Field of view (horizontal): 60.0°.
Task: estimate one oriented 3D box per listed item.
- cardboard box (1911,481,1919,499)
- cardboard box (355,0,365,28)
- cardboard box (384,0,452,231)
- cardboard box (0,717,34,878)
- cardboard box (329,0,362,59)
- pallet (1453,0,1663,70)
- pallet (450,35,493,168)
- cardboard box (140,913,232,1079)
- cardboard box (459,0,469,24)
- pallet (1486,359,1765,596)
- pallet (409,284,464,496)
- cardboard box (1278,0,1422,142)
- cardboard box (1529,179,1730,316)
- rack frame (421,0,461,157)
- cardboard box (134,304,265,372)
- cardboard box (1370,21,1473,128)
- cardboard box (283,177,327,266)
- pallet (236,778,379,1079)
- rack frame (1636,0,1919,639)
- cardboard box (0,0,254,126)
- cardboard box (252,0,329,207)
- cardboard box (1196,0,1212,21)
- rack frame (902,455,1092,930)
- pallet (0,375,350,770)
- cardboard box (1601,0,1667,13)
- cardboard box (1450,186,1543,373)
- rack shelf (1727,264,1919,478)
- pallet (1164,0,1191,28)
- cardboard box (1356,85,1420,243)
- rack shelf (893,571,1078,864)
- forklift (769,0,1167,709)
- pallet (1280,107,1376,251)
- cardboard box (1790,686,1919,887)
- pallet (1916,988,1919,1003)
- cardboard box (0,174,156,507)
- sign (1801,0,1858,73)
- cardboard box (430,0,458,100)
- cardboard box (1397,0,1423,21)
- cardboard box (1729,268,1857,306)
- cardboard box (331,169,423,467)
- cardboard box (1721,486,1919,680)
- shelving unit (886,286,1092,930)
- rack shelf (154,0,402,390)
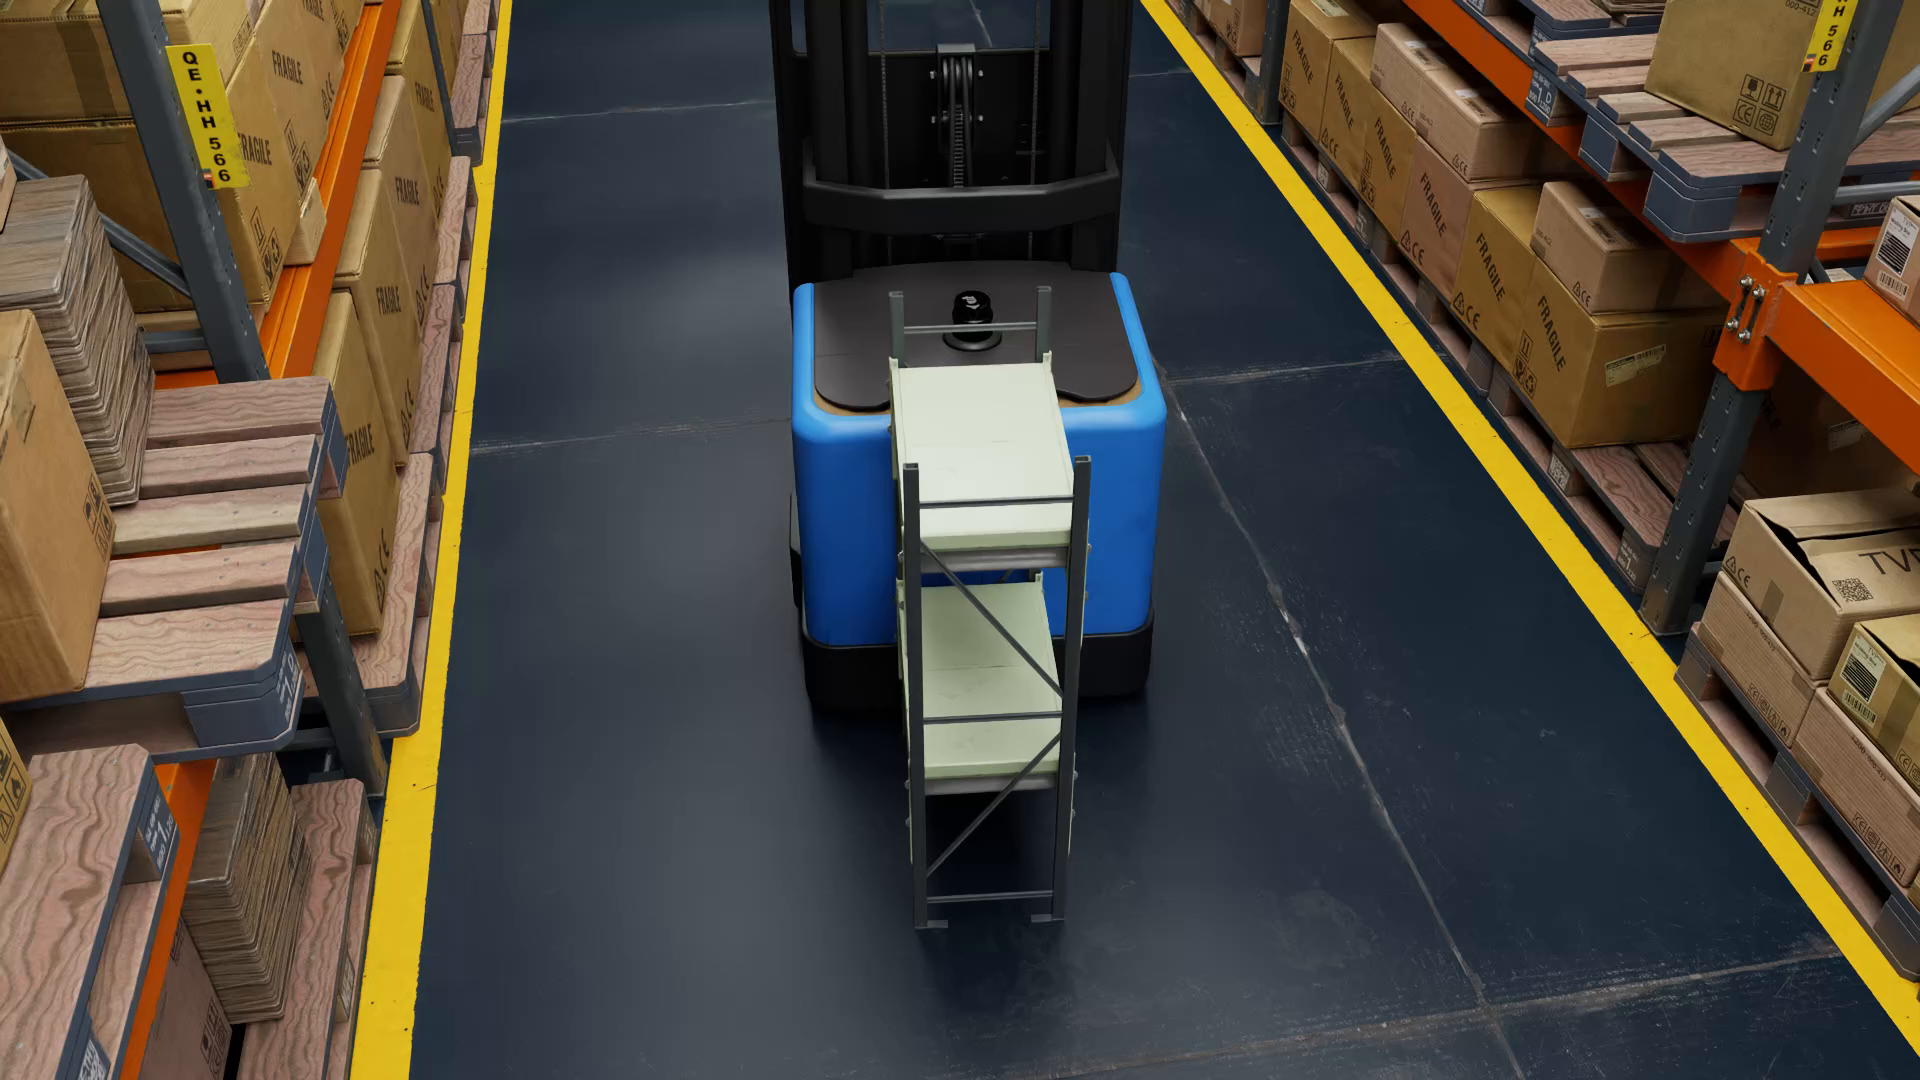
[{"bbox_3d":[3.049,0.030,4.708,0.500,0.311,0.500,-5,38,-7],"label":"cardboard box"},{"bbox_3d":[-2.374,-1.955,6.010,0.380,0.149,0.250,-6,38,-8],"label":"cardboard box"},{"bbox_3d":[-2.620,-1.777,7.003,0.750,0.750,0.750,-6,38,-7],"label":"cardboard box"},{"bbox_3d":[-1.829,0.397,2.354,0.700,0.500,0.500,-6,38,-8],"label":"cardboard box"},{"bbox_3d":[-2.262,-1.840,5.333,0.500,0.500,0.500,-5,38,-7],"label":"cardboard box"},{"bbox_3d":[2.370,-2.056,6.108,1.003,0.211,1.213,-6,38,-8],"label":"pallet"},{"bbox_3d":[-2.919,-2.205,8.417,1.003,0.211,1.213,-6,38,-8],"label":"pallet"},{"bbox_3d":[-2.008,1.143,3.512,0.700,0.500,0.500,-6,38,-8],"label":"cardboard box"},{"bbox_3d":[-3.065,-3.094,8.983,0.700,0.500,0.500,-5,38,-7],"label":"cardboard box"},{"bbox_3d":[2.622,-0.312,5.979,1.003,0.211,1.213,-6,38,-8],"label":"pallet"},{"bbox_3d":[-2.436,-0.541,6.275,1.003,0.211,1.213,-6,38,-8],"label":"pallet"},{"bbox_3d":[1.859,-2.242,7.870,0.500,0.500,0.500,-8,39,-10],"label":"cardboard box"},{"bbox_3d":[2.306,-1.014,5.678,0.500,0.250,0.500,-5,38,-6],"label":"cardboard box"},{"bbox_3d":[-2.862,-2.839,6.959,1.000,3.000,0.127,-6,38,-8],"label":"rack frame"},{"bbox_3d":[-1.991,-0.555,4.208,0.380,0.149,0.250,-7,38,-9],"label":"cardboard box"},{"bbox_3d":[2.034,-1.934,6.863,0.500,0.250,0.500,-6,38,-8],"label":"cardboard box"},{"bbox_3d":[-1.990,-0.878,4.624,0.380,0.149,0.250,-5,38,-7],"label":"cardboard box"},{"bbox_3d":[-2.026,1.150,4.097,1.003,0.211,1.213,-6,38,-8],"label":"pallet"},{"bbox_3d":[2.715,-0.958,4.538,1.000,3.000,0.127,-6,38,-8],"label":"rack frame"},{"bbox_3d":[-1.992,-1.203,3.902,0.500,0.250,0.500,-5,38,-7],"label":"cardboard box"},{"bbox_3d":[-2.077,-1.226,4.543,0.500,0.500,0.500,-5,38,-6],"label":"cardboard box"},{"bbox_3d":[1.510,-2.956,9.075,0.380,0.149,0.250,-6,38,-8],"label":"cardboard box"},{"bbox_3d":[0.079,0.428,3.977,0.400,1.500,0.023,-3,38,-3],"label":"rack frame"},{"bbox_3d":[-1.931,0.072,3.369,1.213,0.211,1.003,-6,38,-8],"label":"pallet"},{"bbox_3d":[2.521,-2.105,5.590,0.700,0.500,0.500,0,38,1],"label":"cardboard box"},{"bbox_3d":[2.230,-0.997,6.267,0.500,0.500,0.500,-8,38,-10],"label":"cardboard box"},{"bbox_3d":[3.066,0.534,3.204,1.077,0.370,4.000,-6,38,-8],"label":"rack shelf"},{"bbox_3d":[1.677,-3.426,9.988,1.003,0.211,1.213,-6,38,-8],"label":"pallet"},{"bbox_3d":[2.044,-1.619,7.067,0.500,0.500,0.500,-6,38,-7],"label":"cardboard box"},{"bbox_3d":[0.052,0.461,4.465,0.431,0.370,0.720,-3,38,-3],"label":"rack shelf"},{"bbox_3d":[-0.044,-1.540,5.343,1.130,2.935,3.031,-2,38,-3],"label":"forklift"},{"bbox_3d":[2.194,-1.786,7.876,1.003,0.211,1.213,-6,38,-8],"label":"pallet"},{"bbox_3d":[2.607,0.613,4.414,0.500,0.250,0.500,-7,38,-9],"label":"cardboard box"},{"bbox_3d":[3.032,1.380,3.802,1.003,0.211,1.213,-6,38,-8],"label":"pallet"},{"bbox_3d":[-2.069,-0.353,3.320,0.700,0.500,0.500,-11,39,-13],"label":"cardboard box"},{"bbox_3d":[2.183,-1.320,4.125,0.100,0.325,0.005,-6,38,-8],"label":"sign"},{"bbox_3d":[-2.893,-2.480,8.193,0.700,0.500,0.500,-6,38,-7],"label":"cardboard box"},{"bbox_3d":[2.383,-2.293,7.936,0.500,0.500,0.500,-6,38,-8],"label":"cardboard box"},{"bbox_3d":[2.819,-0.766,5.970,0.500,0.500,0.500,-8,38,-10],"label":"cardboard box"},{"bbox_3d":[-2.308,-0.728,5.652,0.750,0.750,0.750,-6,38,-8],"label":"cardboard box"},{"bbox_3d":[2.518,0.088,4.633,0.500,0.311,0.500,-5,38,-6],"label":"cardboard box"},{"bbox_3d":[0.052,0.204,4.265,0.431,1.500,0.755,-3,38,-3],"label":"shelving unit"},{"bbox_3d":[-2.512,-1.347,5.625,1.077,0.370,4.000,-6,38,-8],"label":"rack shelf"}]
